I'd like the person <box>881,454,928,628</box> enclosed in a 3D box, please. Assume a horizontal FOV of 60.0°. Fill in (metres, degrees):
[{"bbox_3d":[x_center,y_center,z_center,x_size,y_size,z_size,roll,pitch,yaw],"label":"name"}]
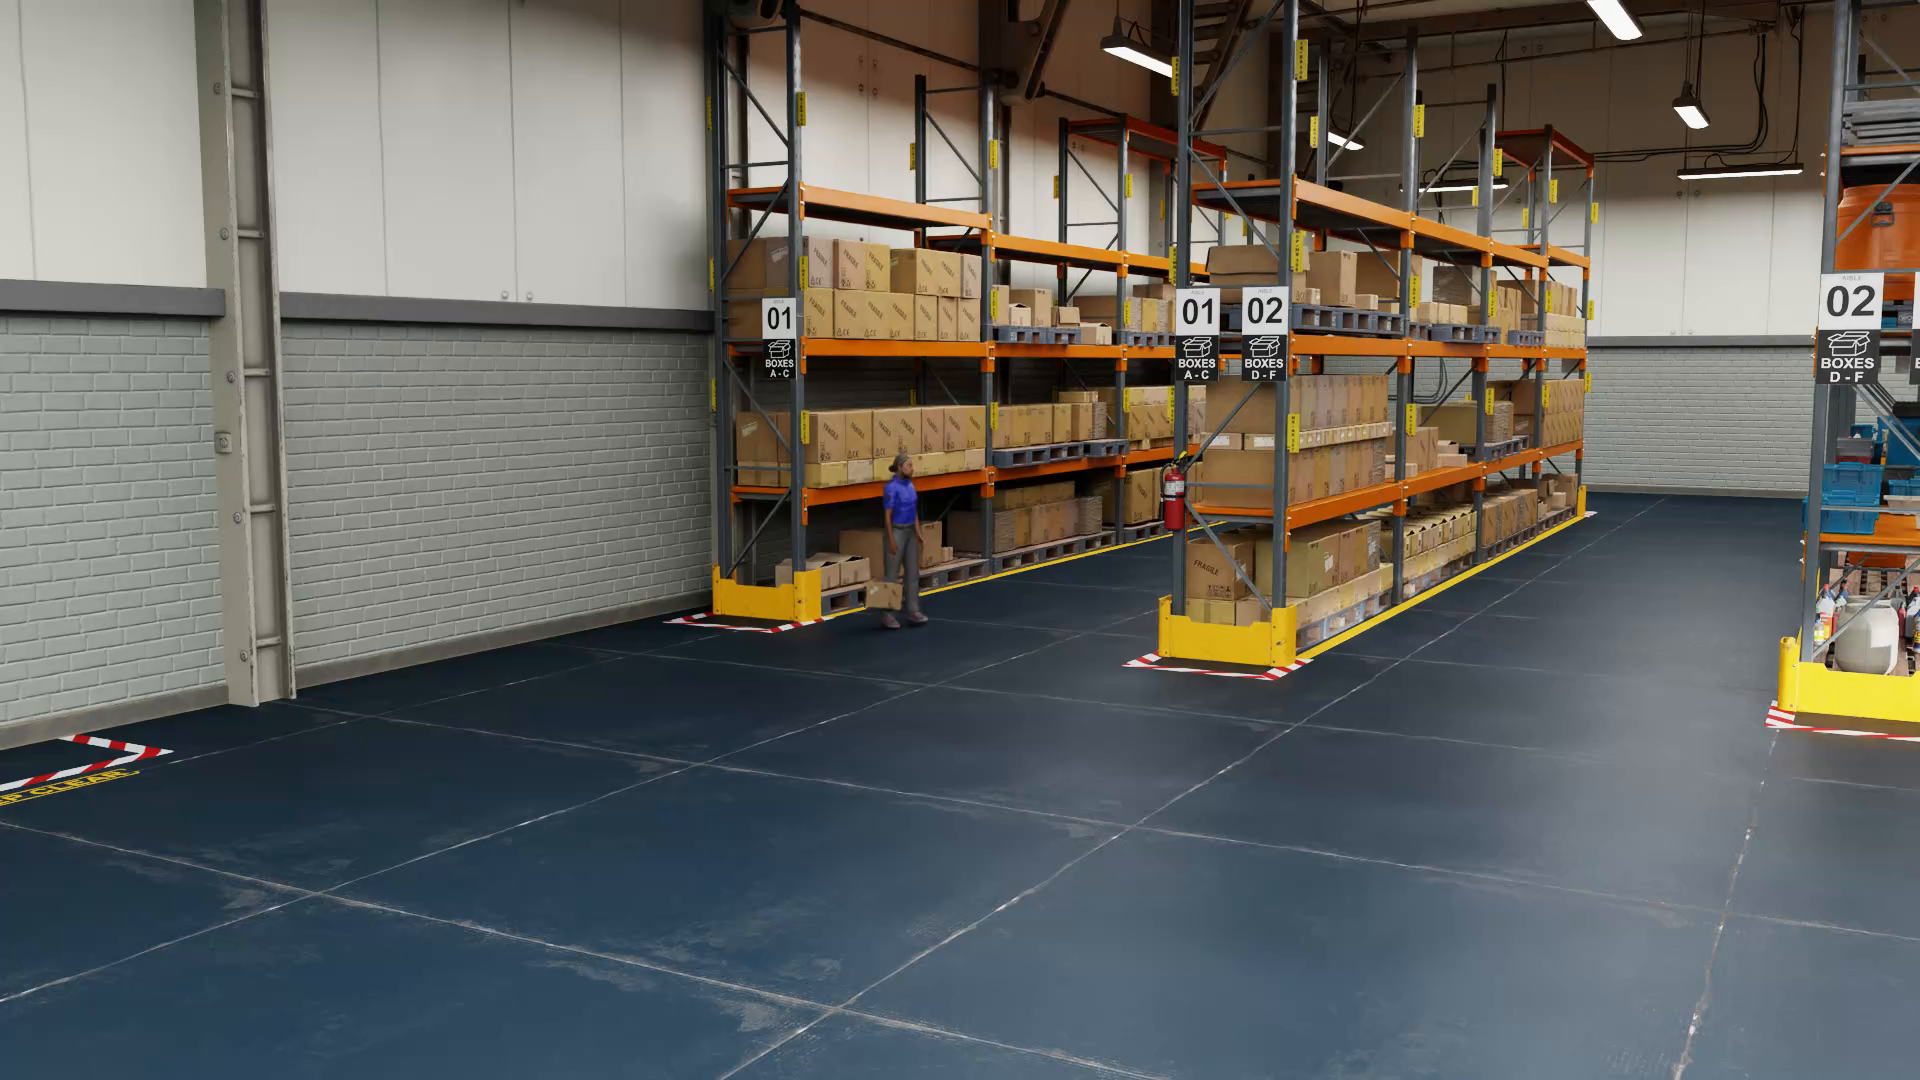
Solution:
[{"bbox_3d":[-0.551,0.000,16.192,0.441,1.668,0.502,4,7,33],"label":"person"}]
